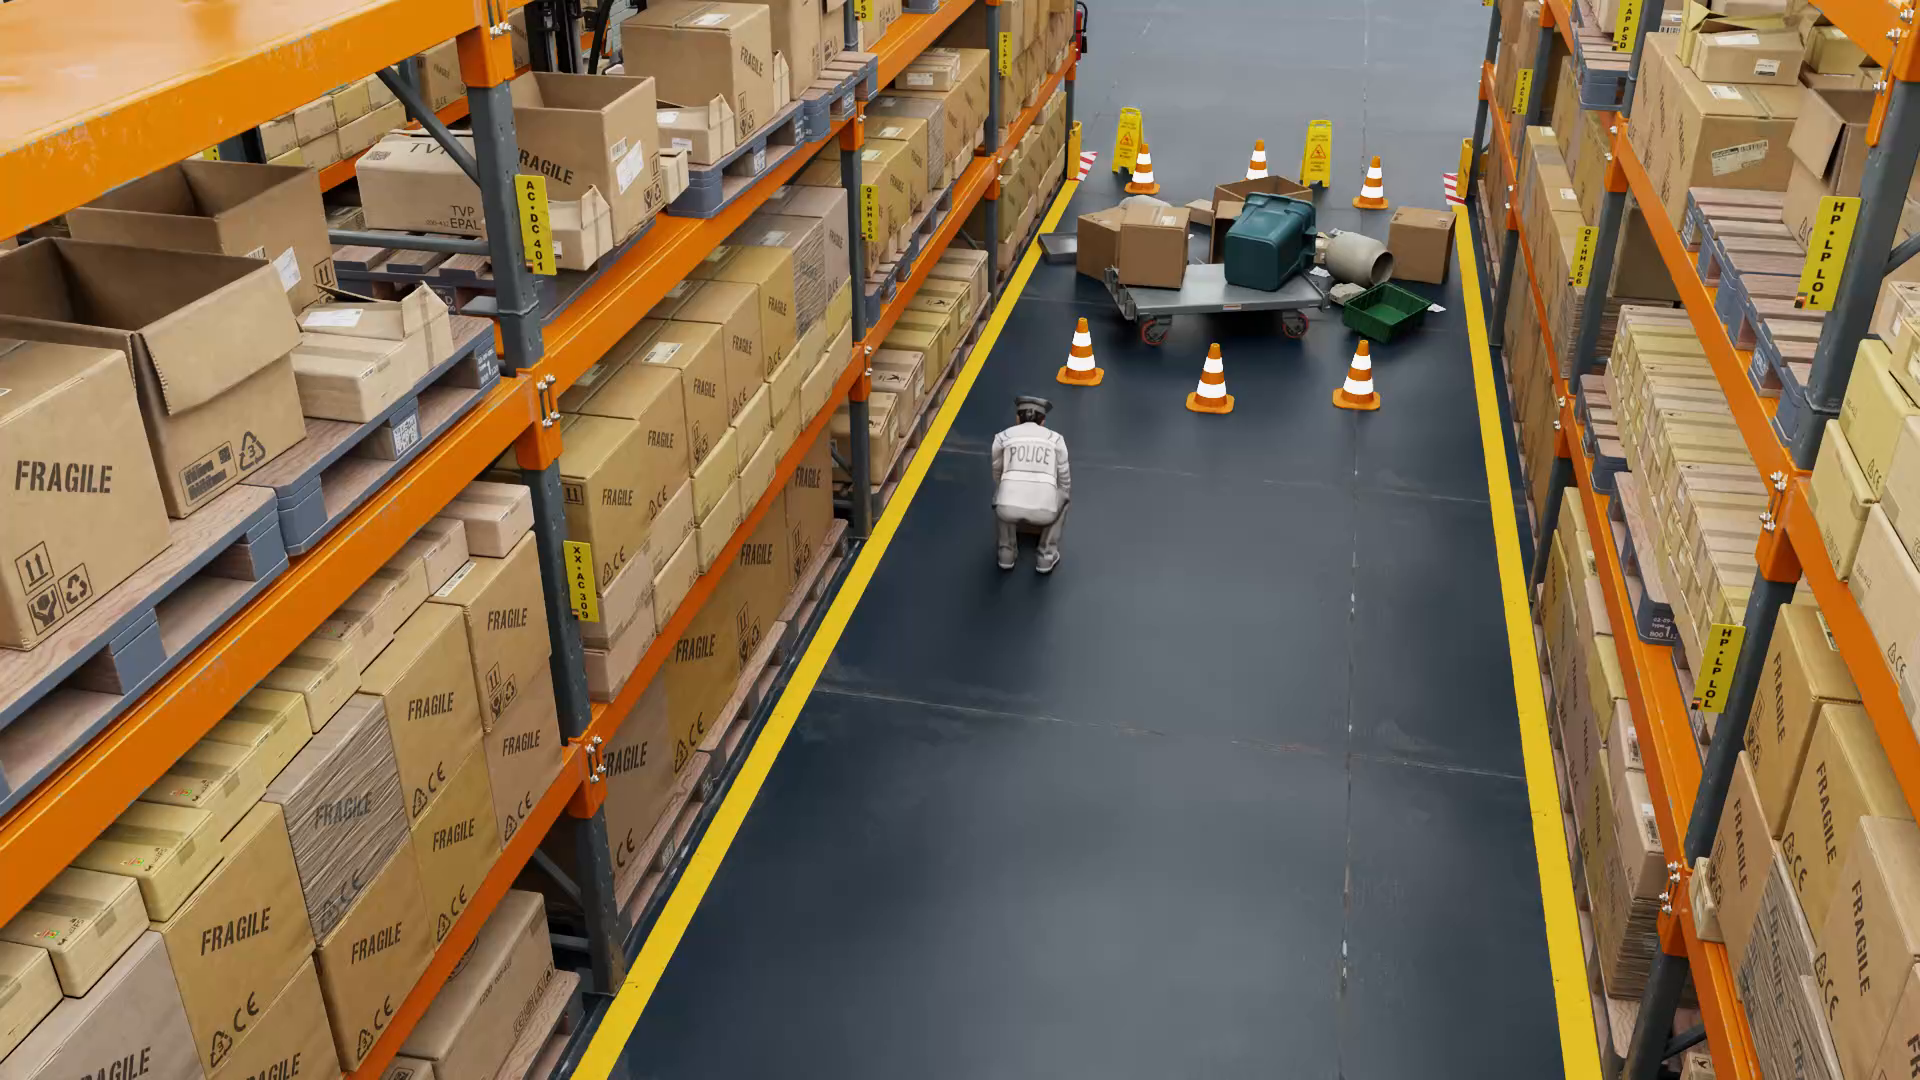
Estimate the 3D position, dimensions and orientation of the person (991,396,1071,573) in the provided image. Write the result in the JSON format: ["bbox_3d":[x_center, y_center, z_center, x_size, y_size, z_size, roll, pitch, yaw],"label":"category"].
[{"bbox_3d":[0.412,-0.336,9.985,0.491,0.928,0.853,6,30,10],"label":"person"}]
